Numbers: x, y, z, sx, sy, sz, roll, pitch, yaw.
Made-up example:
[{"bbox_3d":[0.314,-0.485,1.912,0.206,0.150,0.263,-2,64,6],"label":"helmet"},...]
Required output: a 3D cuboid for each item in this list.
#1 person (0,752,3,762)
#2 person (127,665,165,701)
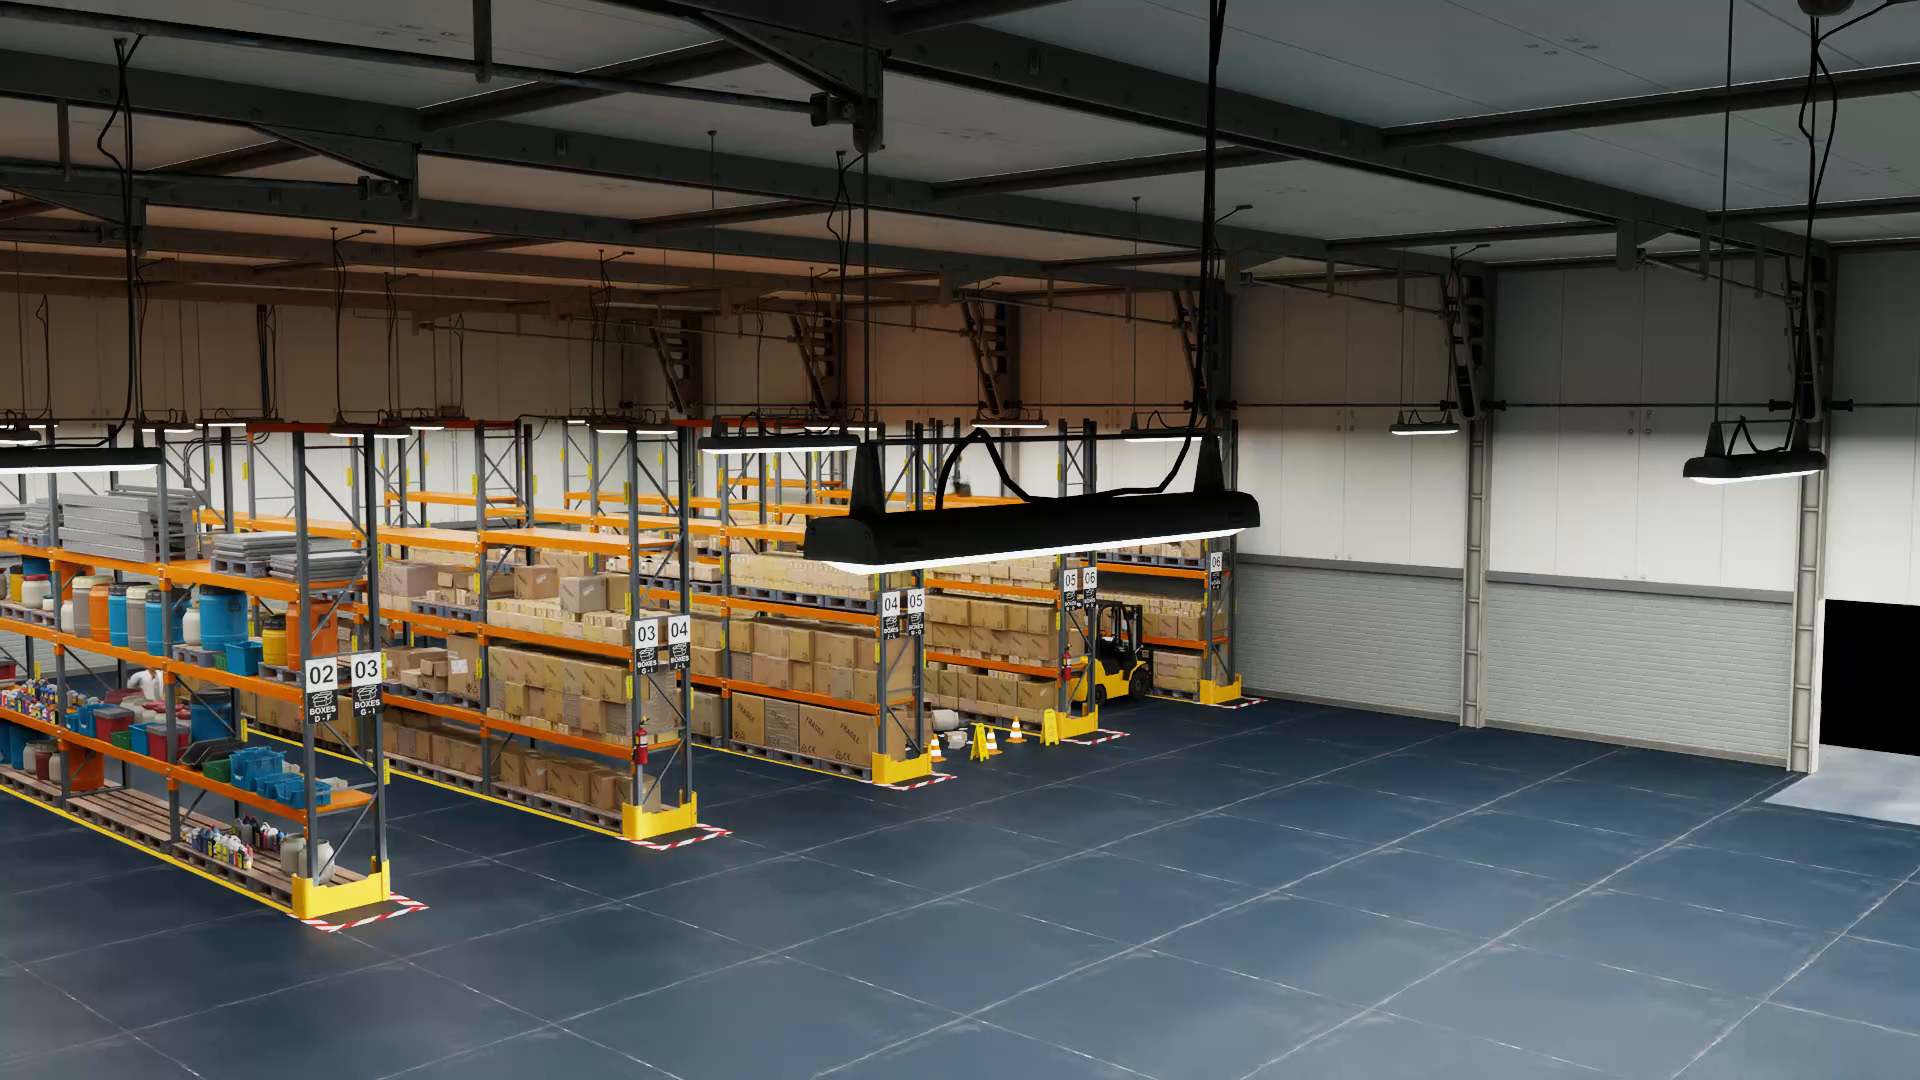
[{"bbox_3d":[-14.289,3.484,24.132,0.848,1.812,0.679,4,6,37],"label":"person"},{"bbox_3d":[-14.454,3.011,29.792,0.802,1.840,0.682,3,6,36],"label":"person"}]
